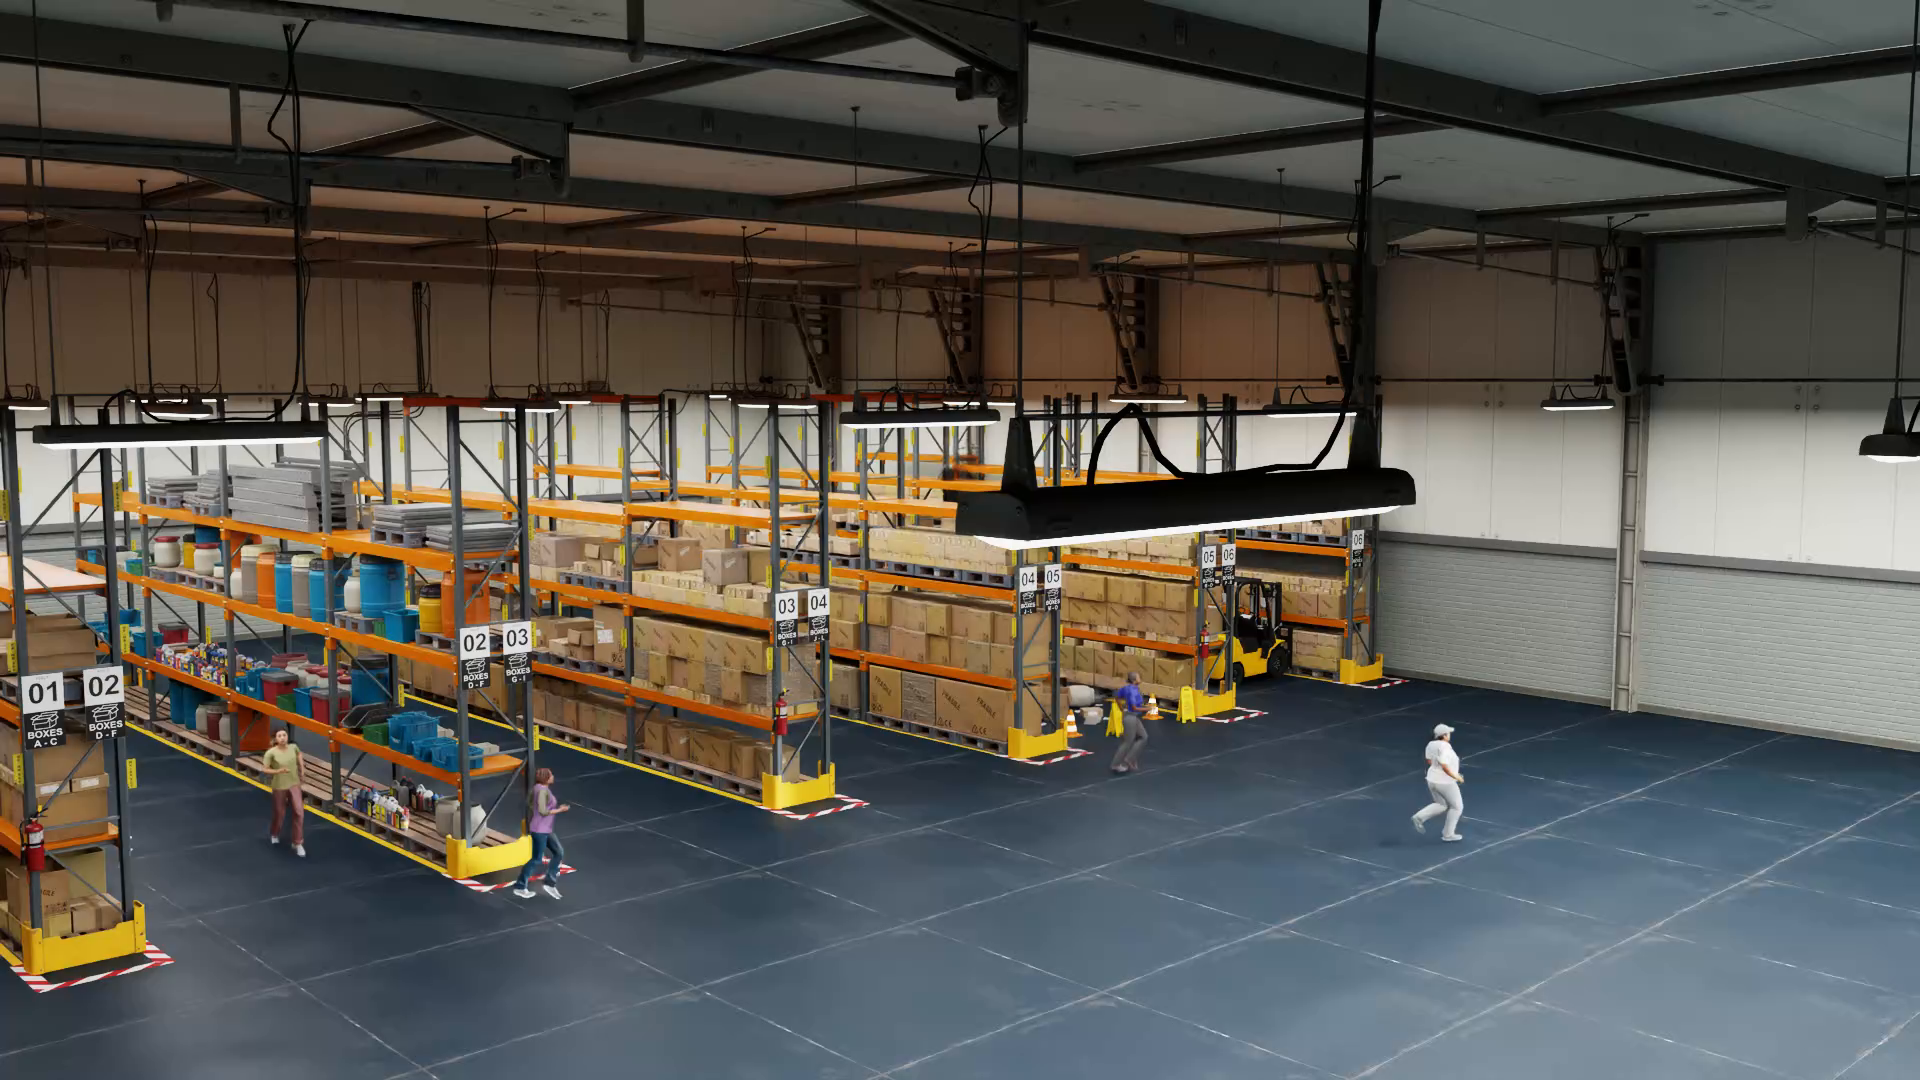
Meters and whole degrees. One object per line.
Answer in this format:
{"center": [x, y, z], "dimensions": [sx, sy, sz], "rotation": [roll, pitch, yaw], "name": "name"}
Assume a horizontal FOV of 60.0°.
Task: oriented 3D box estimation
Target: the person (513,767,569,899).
{"center": [-5.105, 3.587, 20.300], "dimensions": [0.686, 1.636, 0.536], "rotation": [-1, 6, -10], "name": "person"}

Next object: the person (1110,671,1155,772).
{"center": [2.775, 2.951, 26.738], "dimensions": [0.706, 1.676, 0.571], "rotation": [0, 6, 1], "name": "person"}

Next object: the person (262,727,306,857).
{"center": [-9.061, 3.349, 22.344], "dimensions": [0.578, 1.686, 0.911], "rotation": [-4, 7, -37], "name": "person"}

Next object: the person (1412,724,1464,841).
{"center": [6.591, 3.323, 22.779], "dimensions": [0.669, 1.620, 0.613], "rotation": [-2, 6, -16], "name": "person"}
